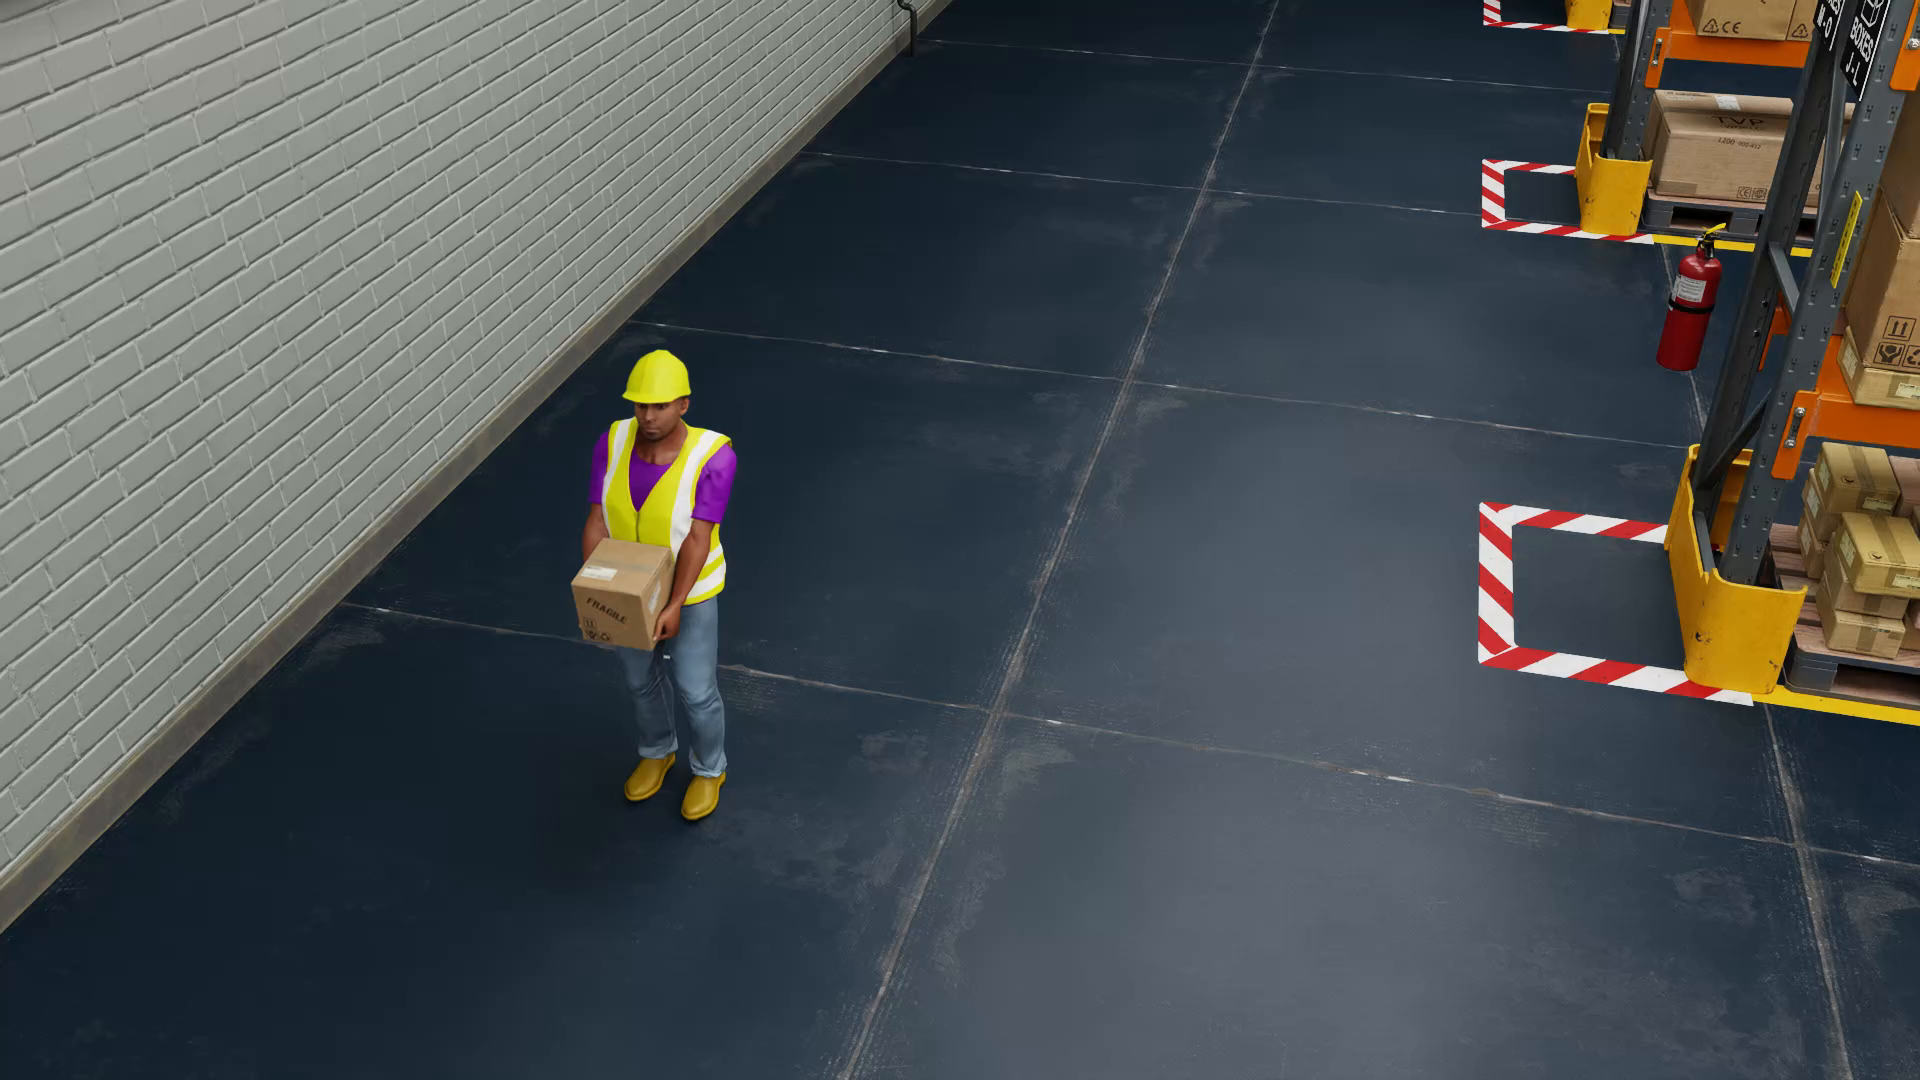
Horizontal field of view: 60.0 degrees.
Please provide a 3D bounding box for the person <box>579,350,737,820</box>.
[{"bbox_3d":[-1.047,0.215,5.788,0.503,1.758,0.577,9,34,13],"label":"person"}]
